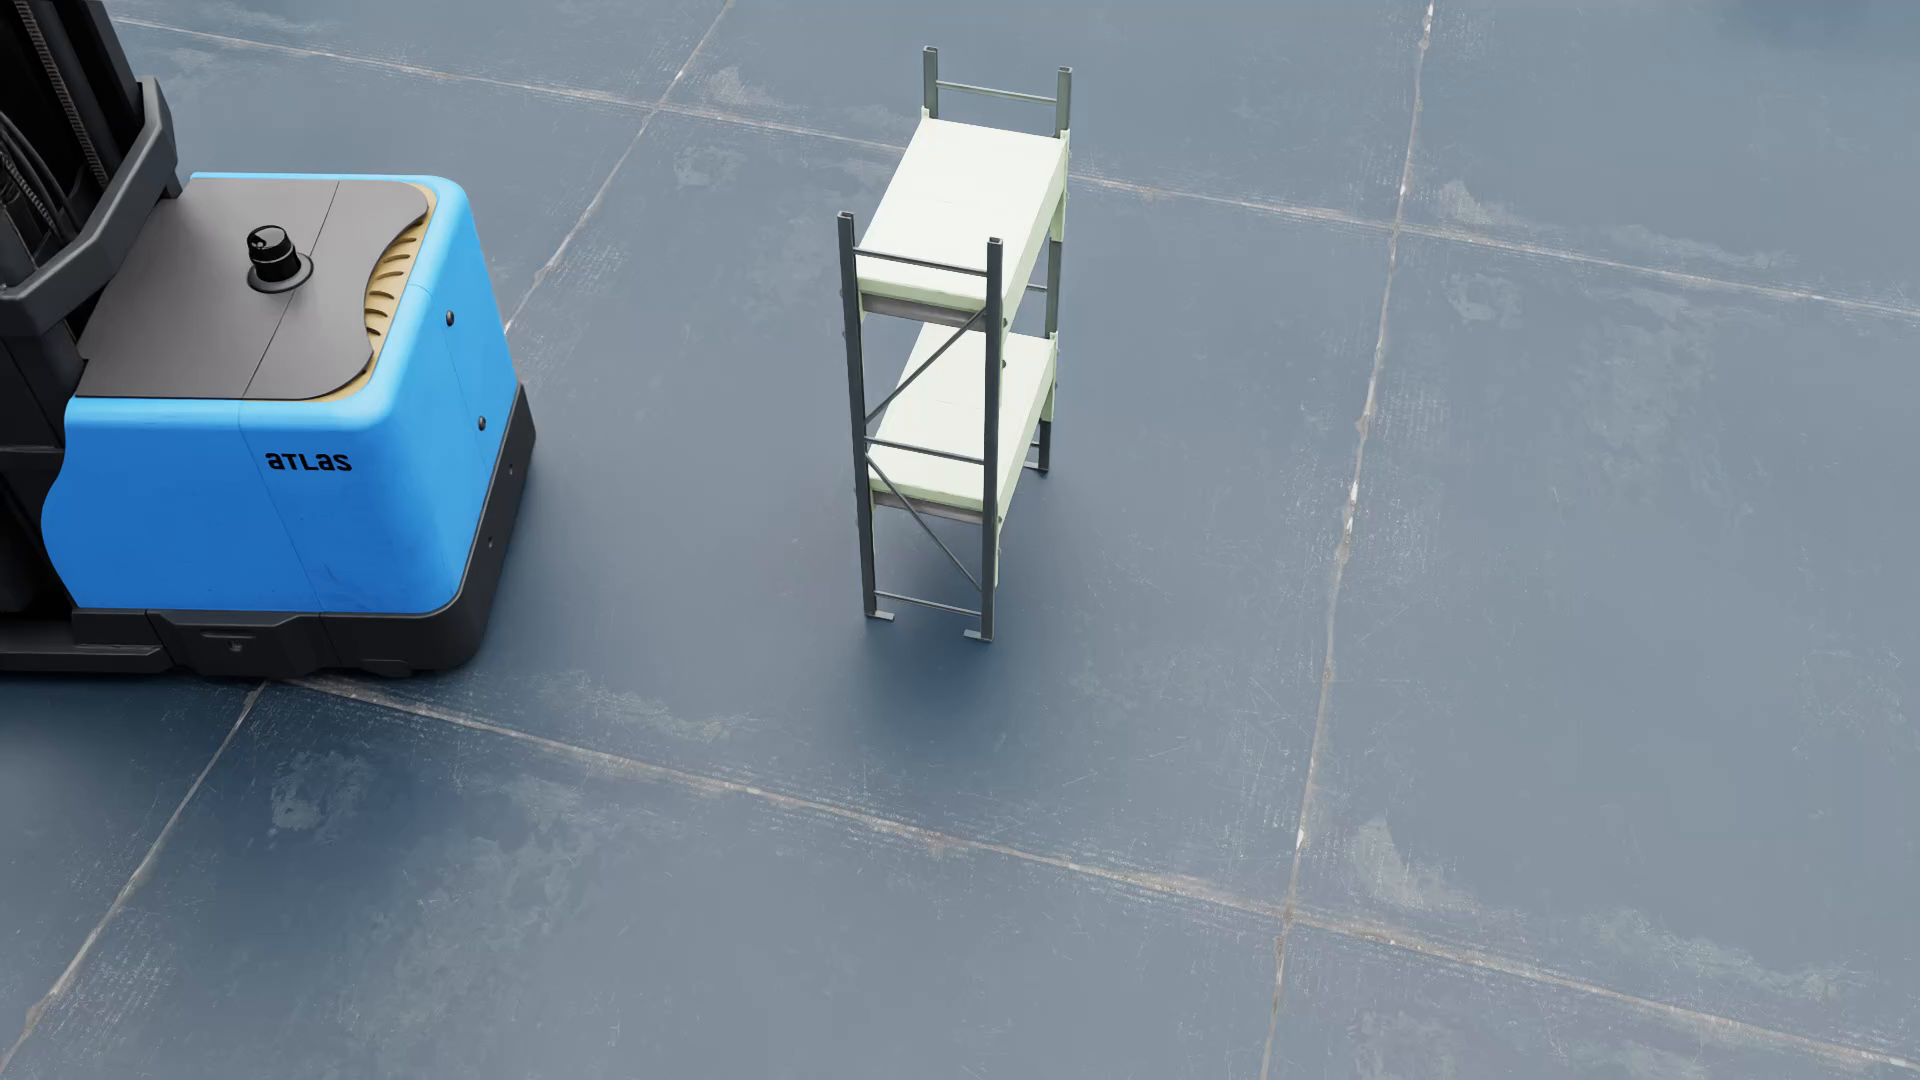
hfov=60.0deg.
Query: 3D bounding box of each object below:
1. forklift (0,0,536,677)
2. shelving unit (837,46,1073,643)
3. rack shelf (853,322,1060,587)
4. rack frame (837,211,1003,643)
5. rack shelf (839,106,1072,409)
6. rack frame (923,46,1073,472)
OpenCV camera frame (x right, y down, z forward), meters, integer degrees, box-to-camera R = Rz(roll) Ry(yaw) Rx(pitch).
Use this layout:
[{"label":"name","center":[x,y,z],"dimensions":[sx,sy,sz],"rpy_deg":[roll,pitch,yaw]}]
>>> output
[{"label":"forklift","center":[-2.914,-0.965,4.147],"dimensions":[3.031,2.935,1.130],"rpy_deg":[1,49,1]},{"label":"shelving unit","center":[0.002,-0.501,4.692],"dimensions":[0.431,1.500,0.755],"rpy_deg":[12,50,10]},{"label":"rack shelf","center":[0.002,-0.285,4.936],"dimensions":[0.431,0.370,0.720],"rpy_deg":[12,50,10]},{"label":"rack frame","center":[-0.095,-0.236,4.458],"dimensions":[0.400,1.500,0.023],"rpy_deg":[12,50,10]},{"label":"rack shelf","center":[0.002,-0.759,4.399],"dimensions":[0.431,0.370,0.720],"rpy_deg":[12,50,10]},{"label":"rack frame","center":[0.098,-0.766,4.926],"dimensions":[0.400,1.500,0.023],"rpy_deg":[12,50,10]}]
